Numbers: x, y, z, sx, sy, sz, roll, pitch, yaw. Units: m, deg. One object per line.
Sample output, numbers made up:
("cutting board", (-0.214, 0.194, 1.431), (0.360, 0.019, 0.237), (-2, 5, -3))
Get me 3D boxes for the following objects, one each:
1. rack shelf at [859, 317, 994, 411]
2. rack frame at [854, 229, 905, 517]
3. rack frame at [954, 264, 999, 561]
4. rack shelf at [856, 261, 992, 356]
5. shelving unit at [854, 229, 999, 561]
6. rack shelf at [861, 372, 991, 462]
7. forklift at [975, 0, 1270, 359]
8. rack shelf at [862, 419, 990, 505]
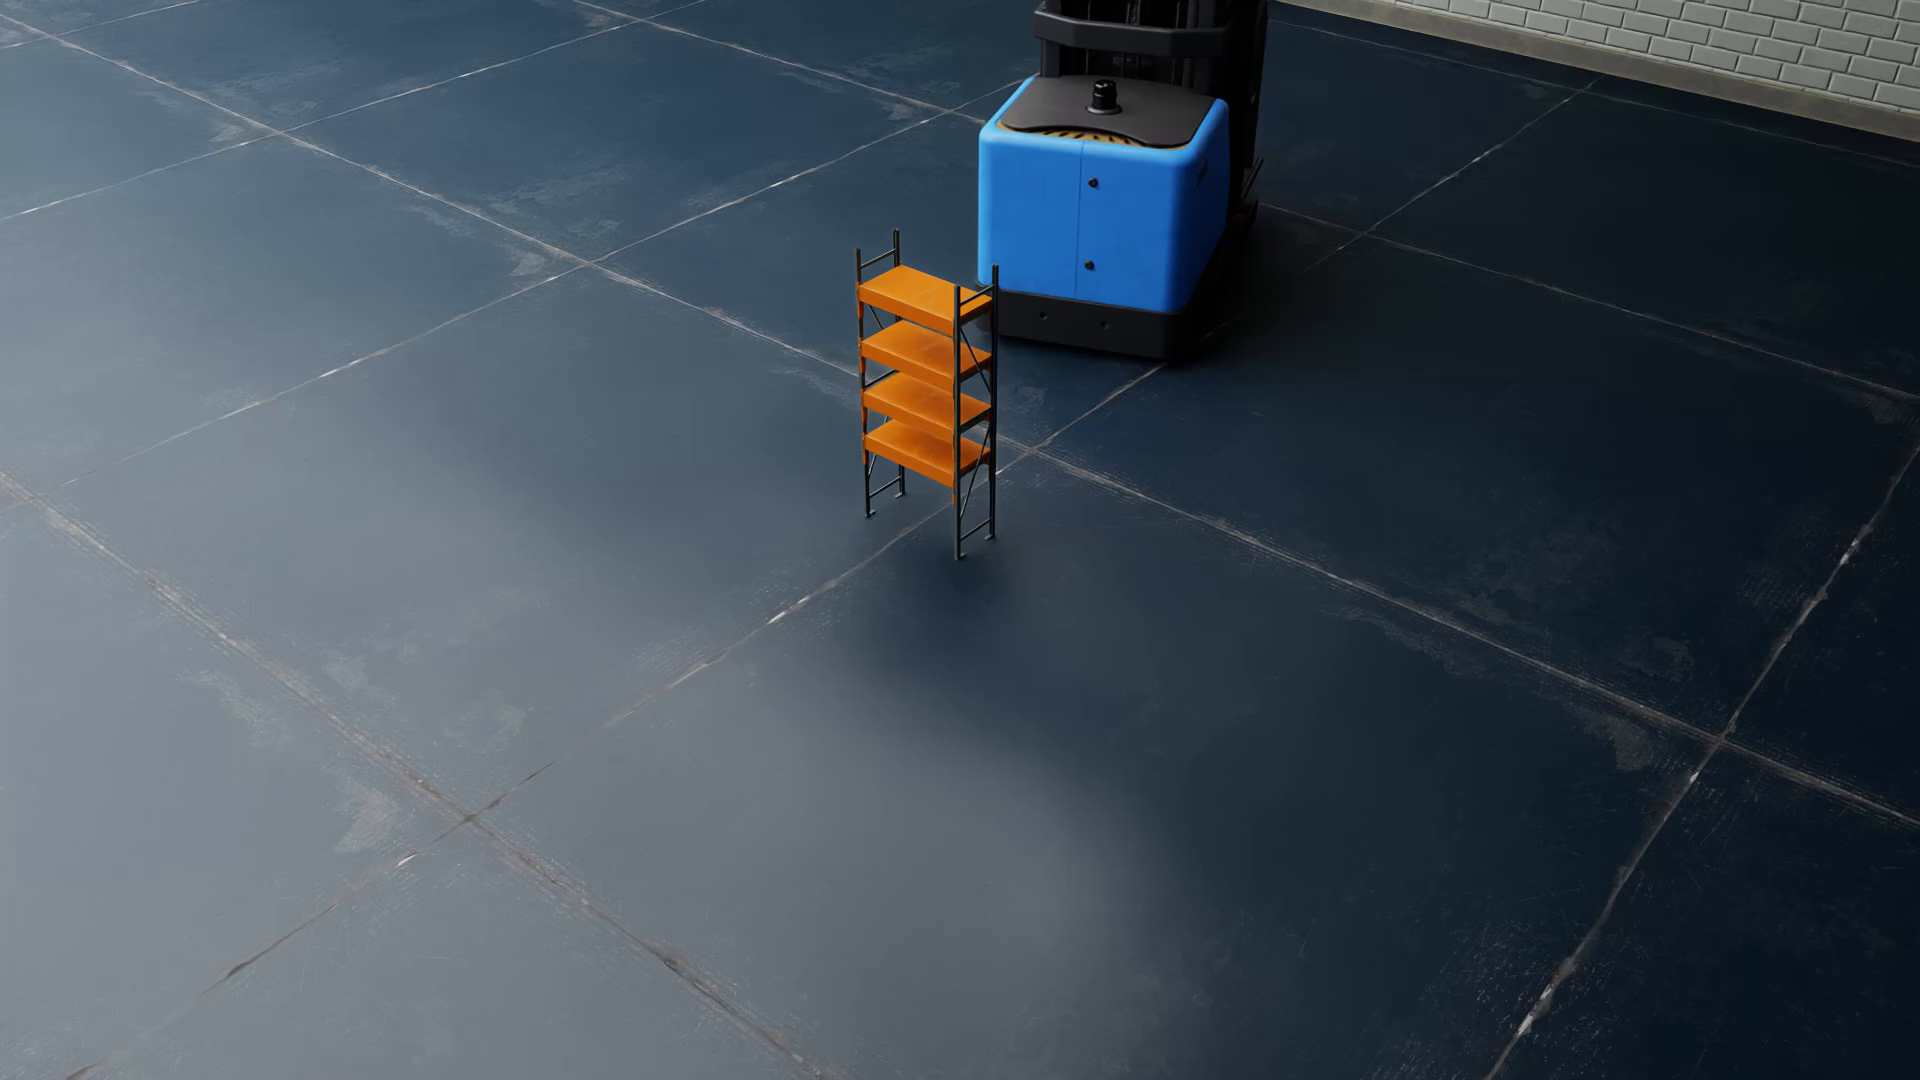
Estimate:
("rack shelf", (-0.127, -0.683, 6.409), (0.480, 0.148, 0.258), (25, 42, 32))
("rack frame", (-0.315, -0.643, 6.626), (0.015, 1.200, 0.240), (25, 42, 32))
("rack frame", (0.060, -0.466, 6.369), (0.015, 1.200, 0.240), (25, 42, 32))
("rack shelf", (-0.127, -0.878, 6.275), (0.480, 0.148, 0.258), (25, 42, 32))
("shelving unit", (-0.127, -0.555, 6.498), (0.503, 1.200, 0.258), (25, 42, 32))
("rack shelf", (-0.127, -0.499, 6.536), (0.480, 0.148, 0.258), (25, 42, 32))
("forklift", (1.022, -2.893, 8.374), (1.130, 2.935, 3.031), (11, 36, 15))
("rack shelf", (-0.127, -0.335, 6.648), (0.480, 0.148, 0.258), (25, 42, 32))
